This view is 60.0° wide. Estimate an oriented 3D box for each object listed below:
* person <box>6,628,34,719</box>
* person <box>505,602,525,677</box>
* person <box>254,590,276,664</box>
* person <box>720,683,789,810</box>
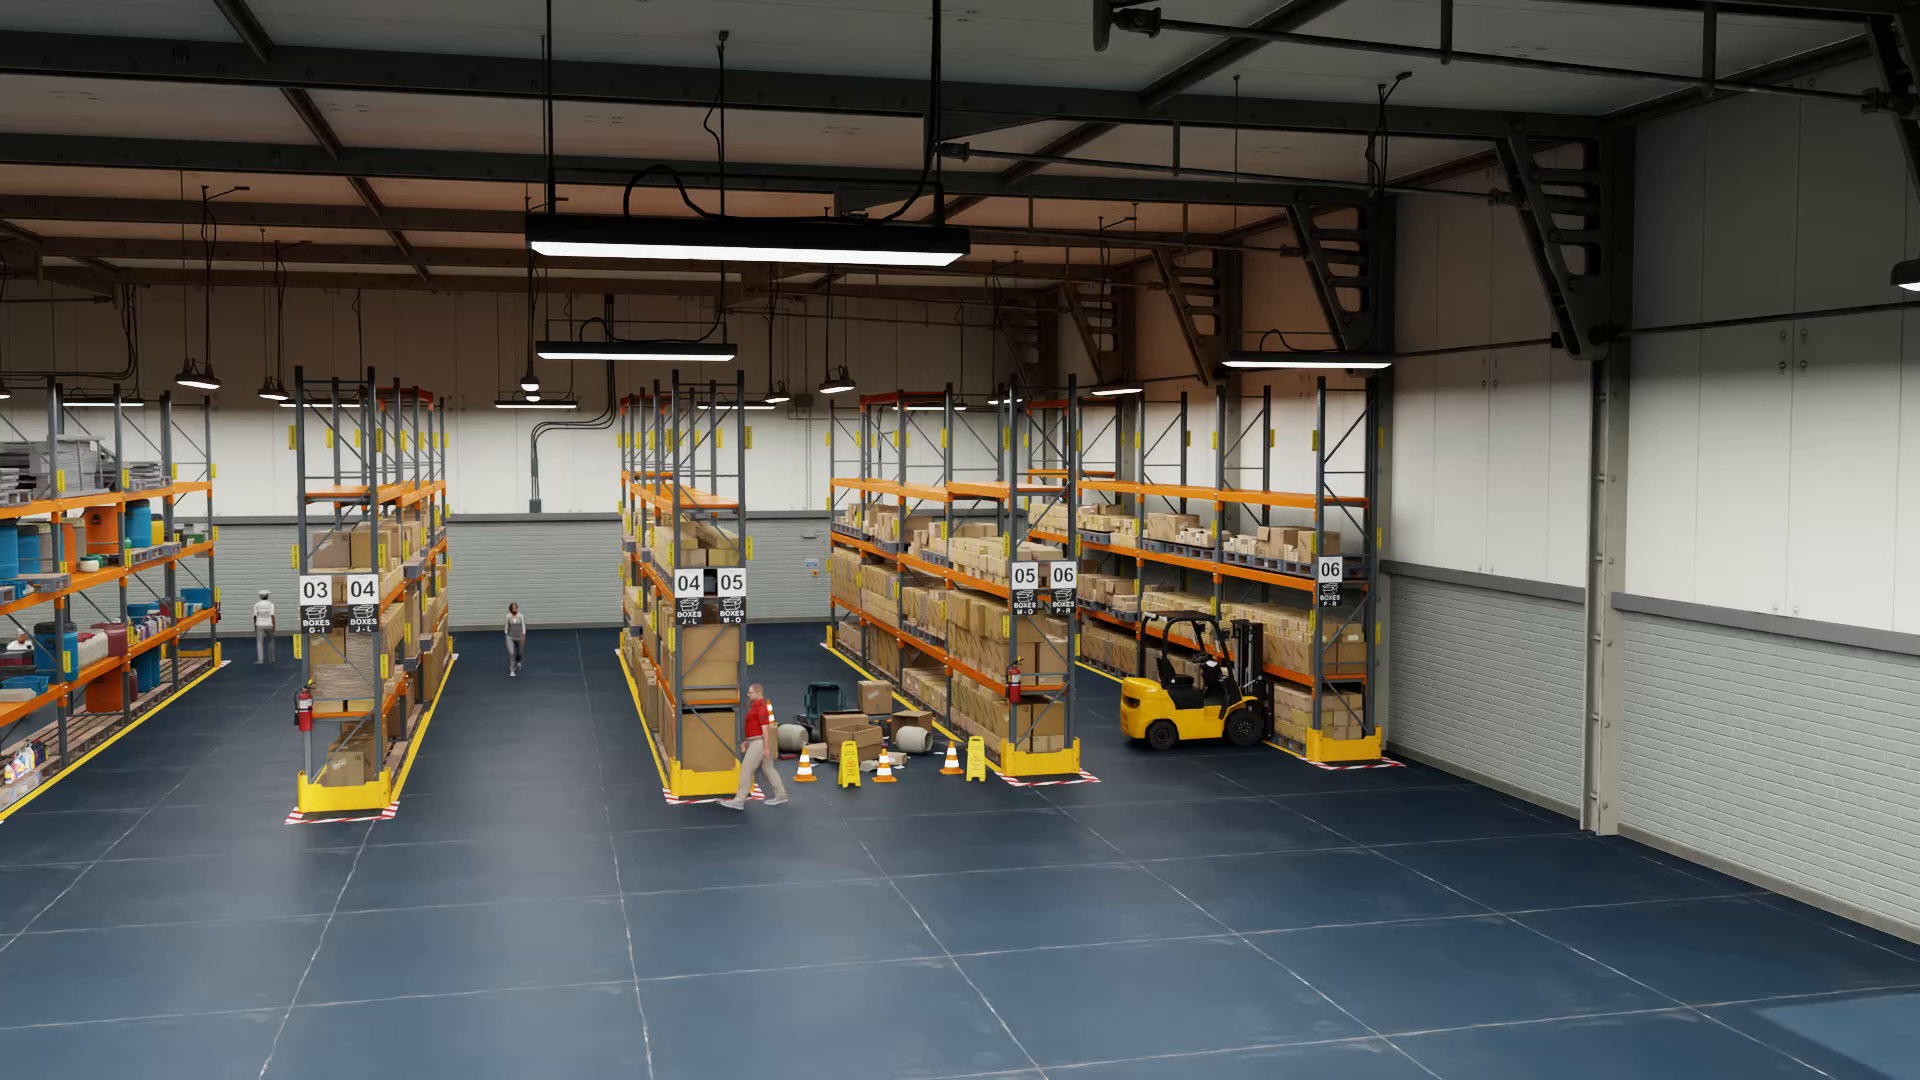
[{"bbox_3d":[-16.985,2.393,30.073,0.487,1.601,1.053,-1,4,-15],"label":"person"},{"bbox_3d":[-9.479,2.093,35.433,0.421,1.562,0.768,-1,4,-16],"label":"person"},{"bbox_3d":[-15.615,1.948,37.361,0.463,1.652,0.819,-1,4,-14],"label":"person"},{"bbox_3d":[-2.804,2.798,22.672,0.909,1.694,0.543,0,3,-4],"label":"person"}]
